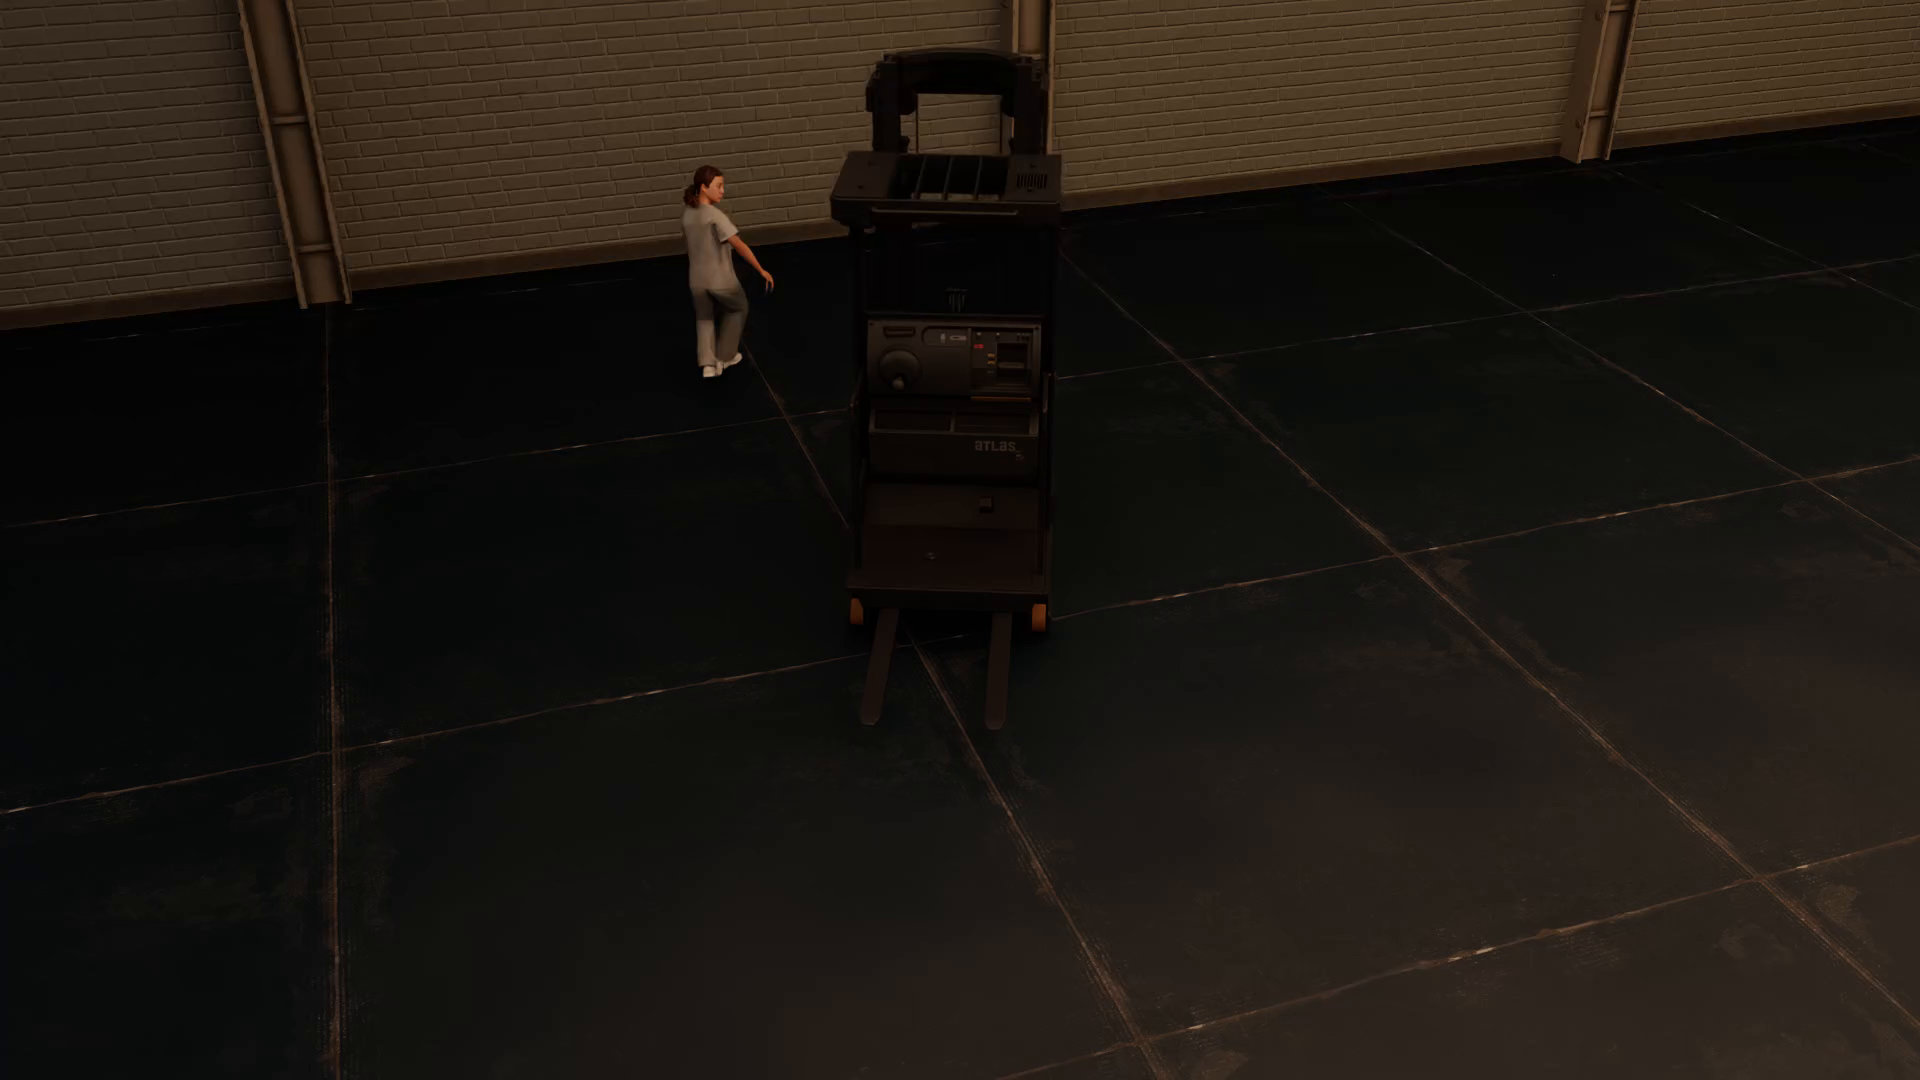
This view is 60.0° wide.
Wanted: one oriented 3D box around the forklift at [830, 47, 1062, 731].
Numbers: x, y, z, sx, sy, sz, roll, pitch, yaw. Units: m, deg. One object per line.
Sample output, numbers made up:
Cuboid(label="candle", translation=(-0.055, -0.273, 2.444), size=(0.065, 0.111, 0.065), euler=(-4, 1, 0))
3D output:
Cuboid(label="forklift", translation=(-0.044, -0.929, 8.702), size=(1.130, 2.935, 3.031), euler=(2, 30, 3))

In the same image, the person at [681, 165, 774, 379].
Cuboid(label="person", translation=(-1.625, -1.874, 11.753), size=(0.774, 1.542, 0.806), euler=(11, 32, 19))
